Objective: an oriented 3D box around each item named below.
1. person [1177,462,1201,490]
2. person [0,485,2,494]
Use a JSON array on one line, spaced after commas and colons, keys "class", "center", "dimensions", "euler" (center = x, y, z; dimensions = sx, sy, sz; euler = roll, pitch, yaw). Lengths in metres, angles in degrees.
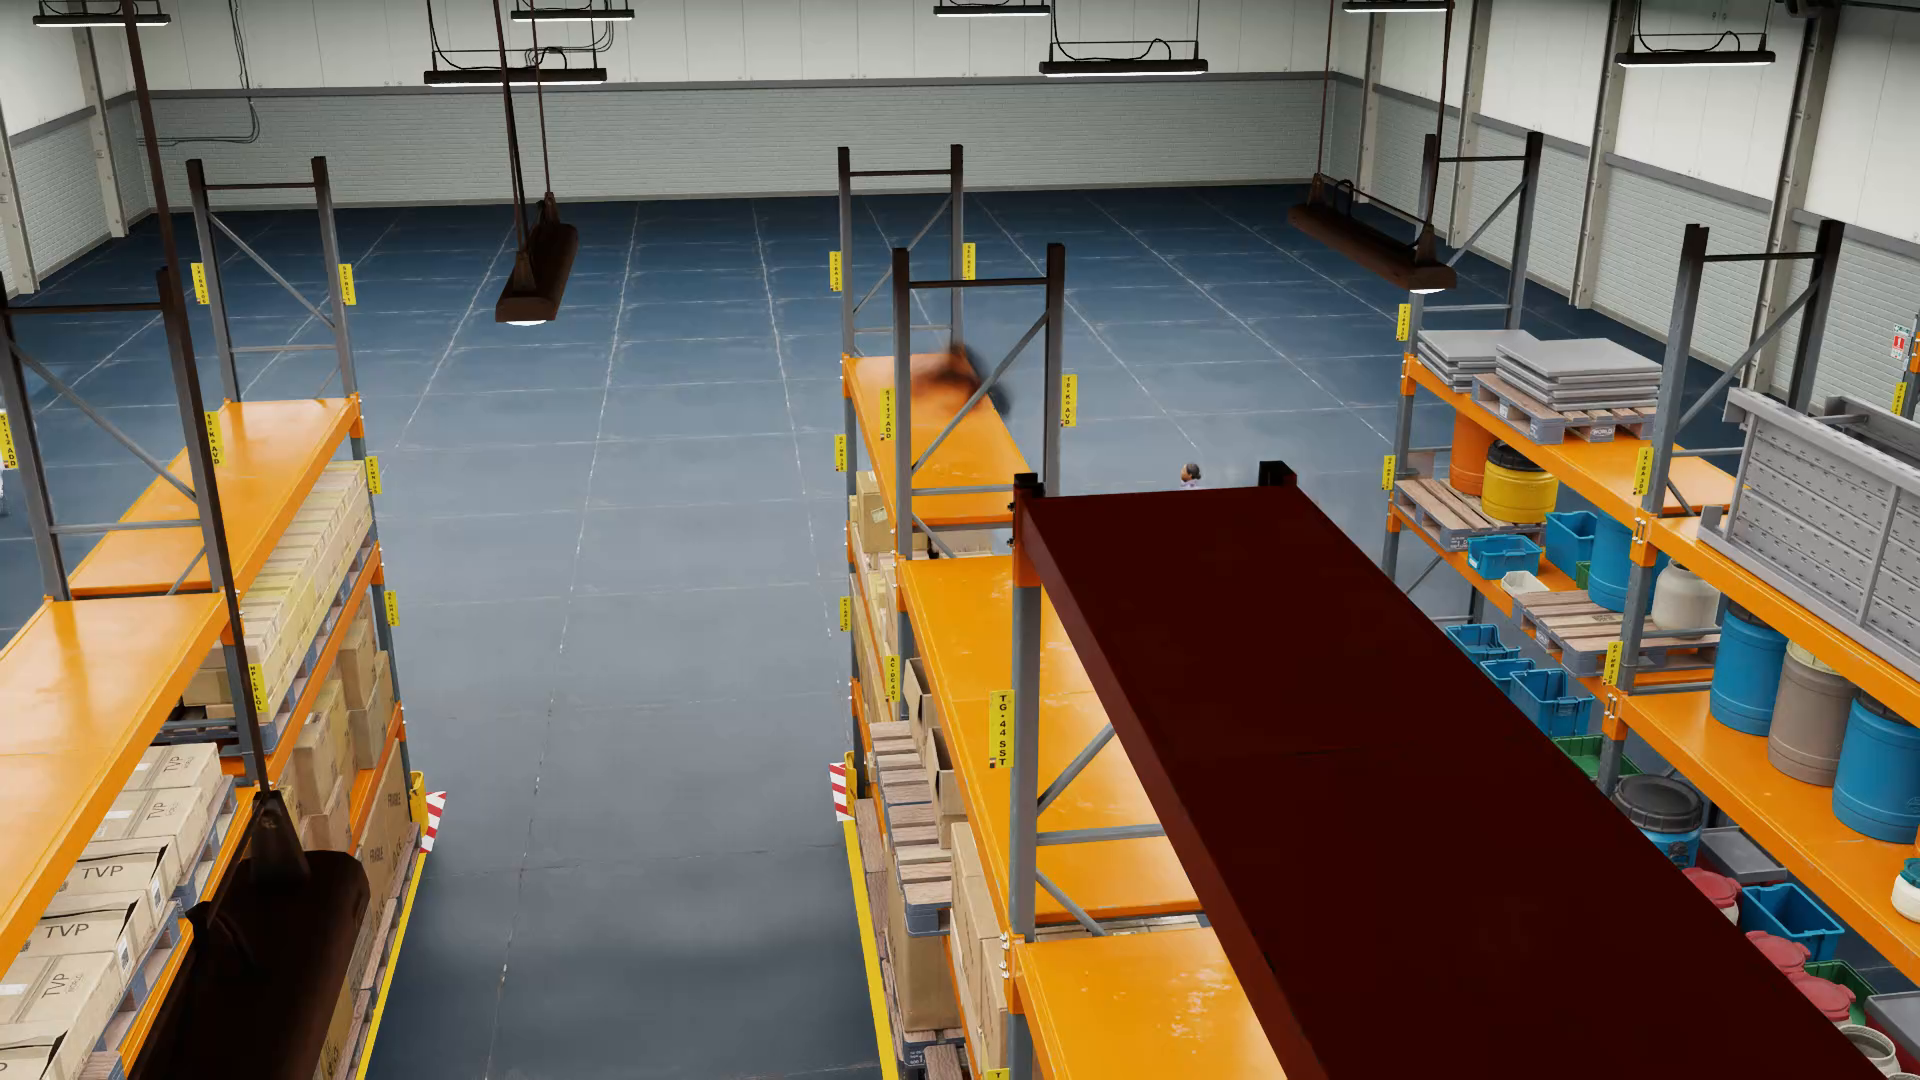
[{"class": "person", "center": [2.717, -0.149, 19.824], "dimensions": [0.828, 1.640, 0.607], "euler": [5, 22, 11]}, {"class": "person", "center": [-13.470, -1.318, 22.509], "dimensions": [1.049, 1.781, 0.710], "euler": [13, 25, 29]}]
